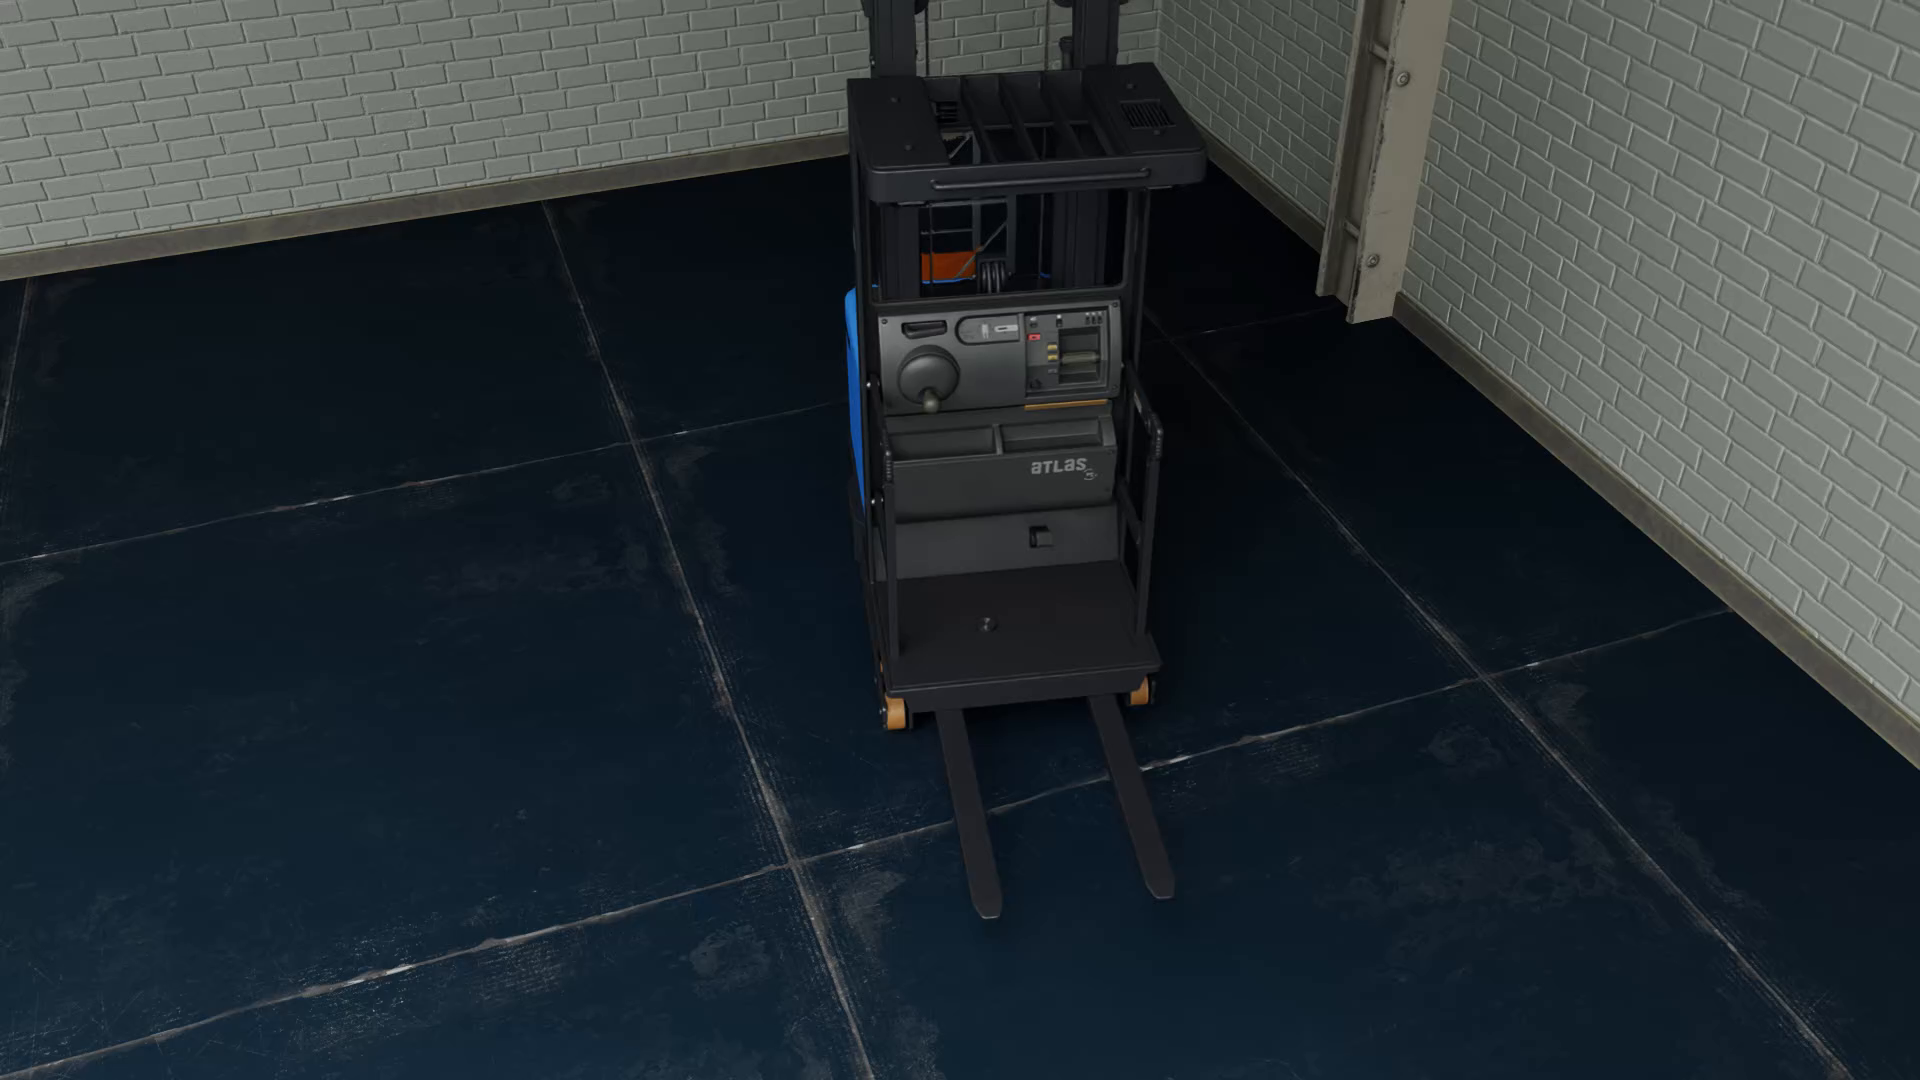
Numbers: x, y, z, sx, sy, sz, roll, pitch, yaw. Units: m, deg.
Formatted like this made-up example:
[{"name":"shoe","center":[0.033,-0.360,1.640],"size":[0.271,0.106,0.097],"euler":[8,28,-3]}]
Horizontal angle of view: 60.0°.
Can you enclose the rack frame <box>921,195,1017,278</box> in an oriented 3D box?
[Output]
[{"name":"rack frame","center":[0.005,-0.991,7.820],"size":[0.500,1.500,0.032],"euler":[-5,37,-7]}]

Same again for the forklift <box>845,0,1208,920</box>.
[{"name":"forklift","center":[0.189,-0.632,6.153],"size":[1.130,2.935,3.031],"euler":[-5,37,-7]}]

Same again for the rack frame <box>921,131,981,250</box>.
[{"name":"rack frame","center":[-0.142,-1.597,8.623],"size":[0.500,1.500,0.032],"euler":[-5,37,-7]}]

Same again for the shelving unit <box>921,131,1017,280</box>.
[{"name":"shelving unit","center":[-0.067,-1.289,8.214],"size":[0.587,1.500,1.083],"euler":[-5,37,-7]}]

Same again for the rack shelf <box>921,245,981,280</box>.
[{"name":"rack shelf","center":[-0.069,-1.150,8.330],"size":[0.538,0.185,1.000],"euler":[-5,37,-7]}]

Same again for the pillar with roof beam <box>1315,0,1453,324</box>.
[{"name":"pillar with roof beam","center":[-1.769,-4.063,5.665],"size":[9.100,9.000,0.400],"euler":[-12,39,-16]}]
